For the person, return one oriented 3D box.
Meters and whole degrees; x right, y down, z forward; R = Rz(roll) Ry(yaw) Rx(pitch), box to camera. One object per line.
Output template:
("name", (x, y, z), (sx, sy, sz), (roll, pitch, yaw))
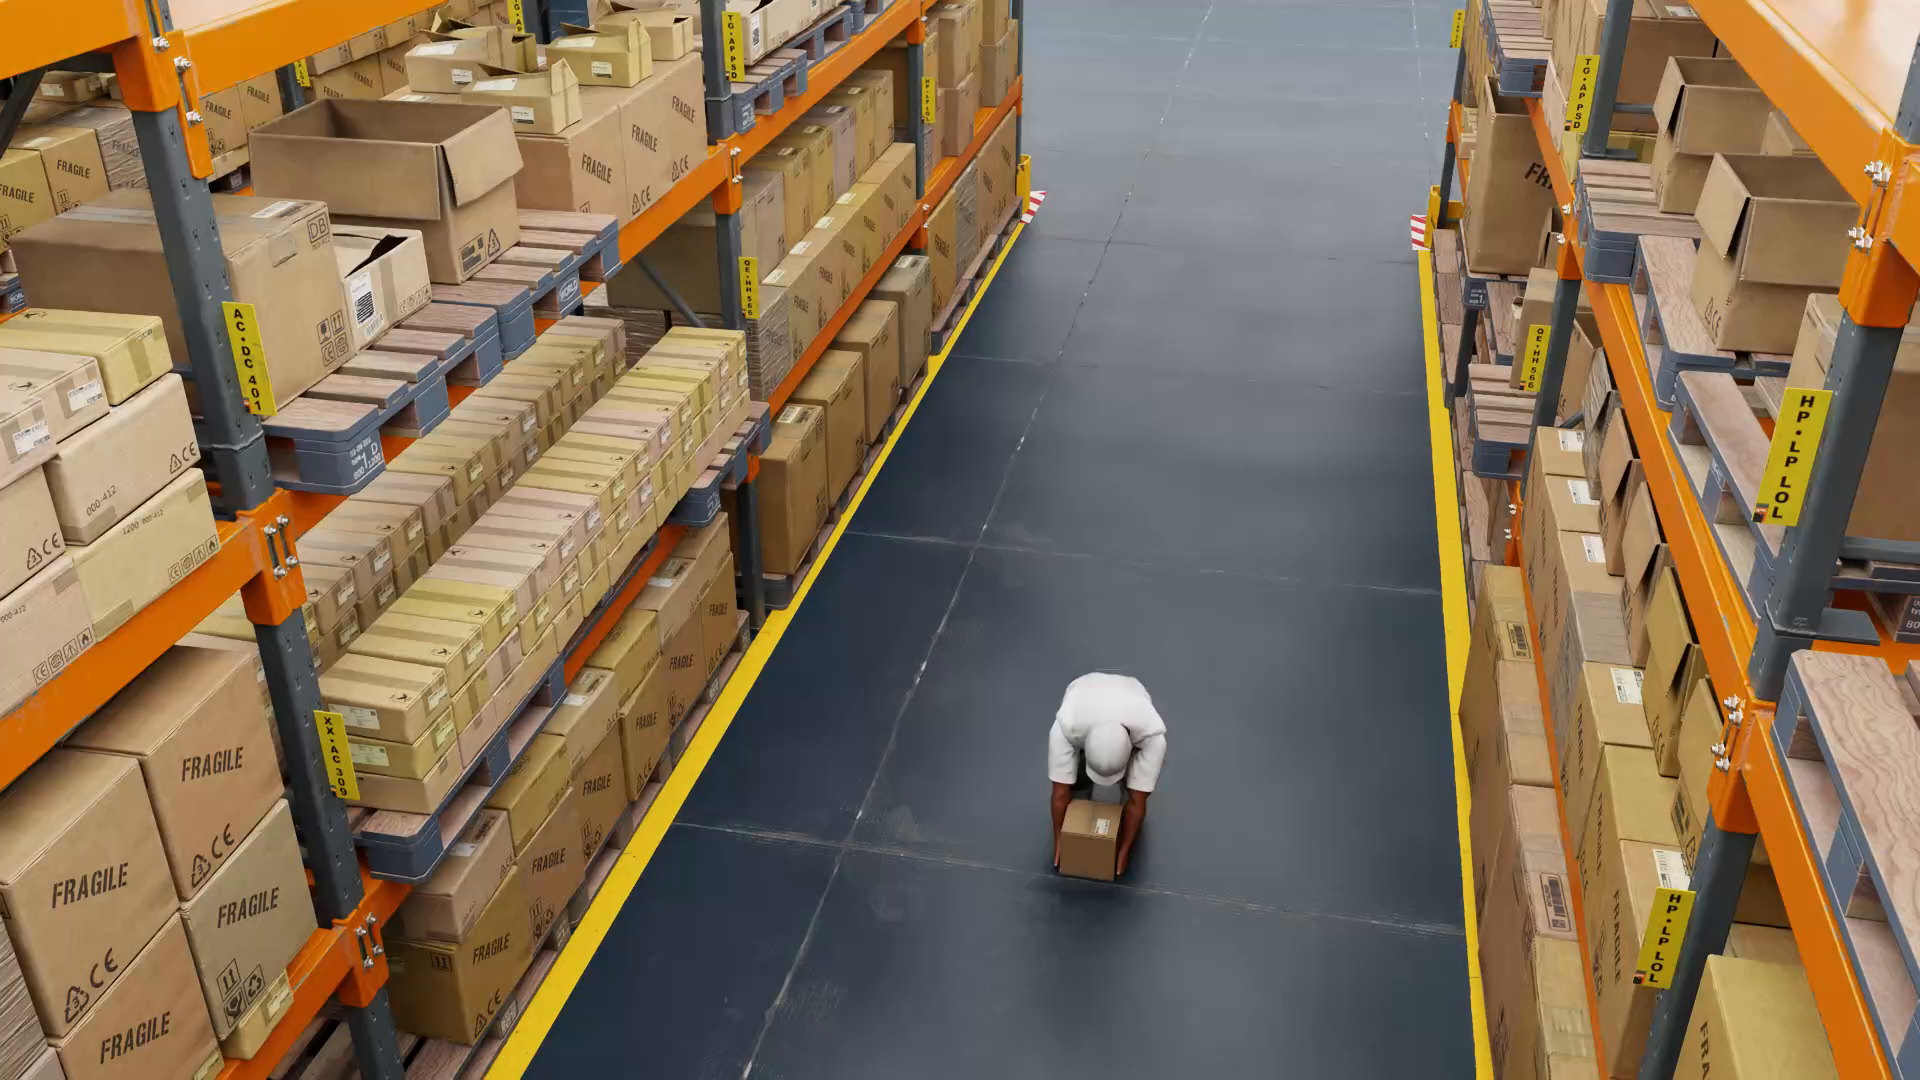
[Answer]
("person", (0.697, 1.033, 7.796), (0.534, 0.887, 0.934), (5, 29, 10))
